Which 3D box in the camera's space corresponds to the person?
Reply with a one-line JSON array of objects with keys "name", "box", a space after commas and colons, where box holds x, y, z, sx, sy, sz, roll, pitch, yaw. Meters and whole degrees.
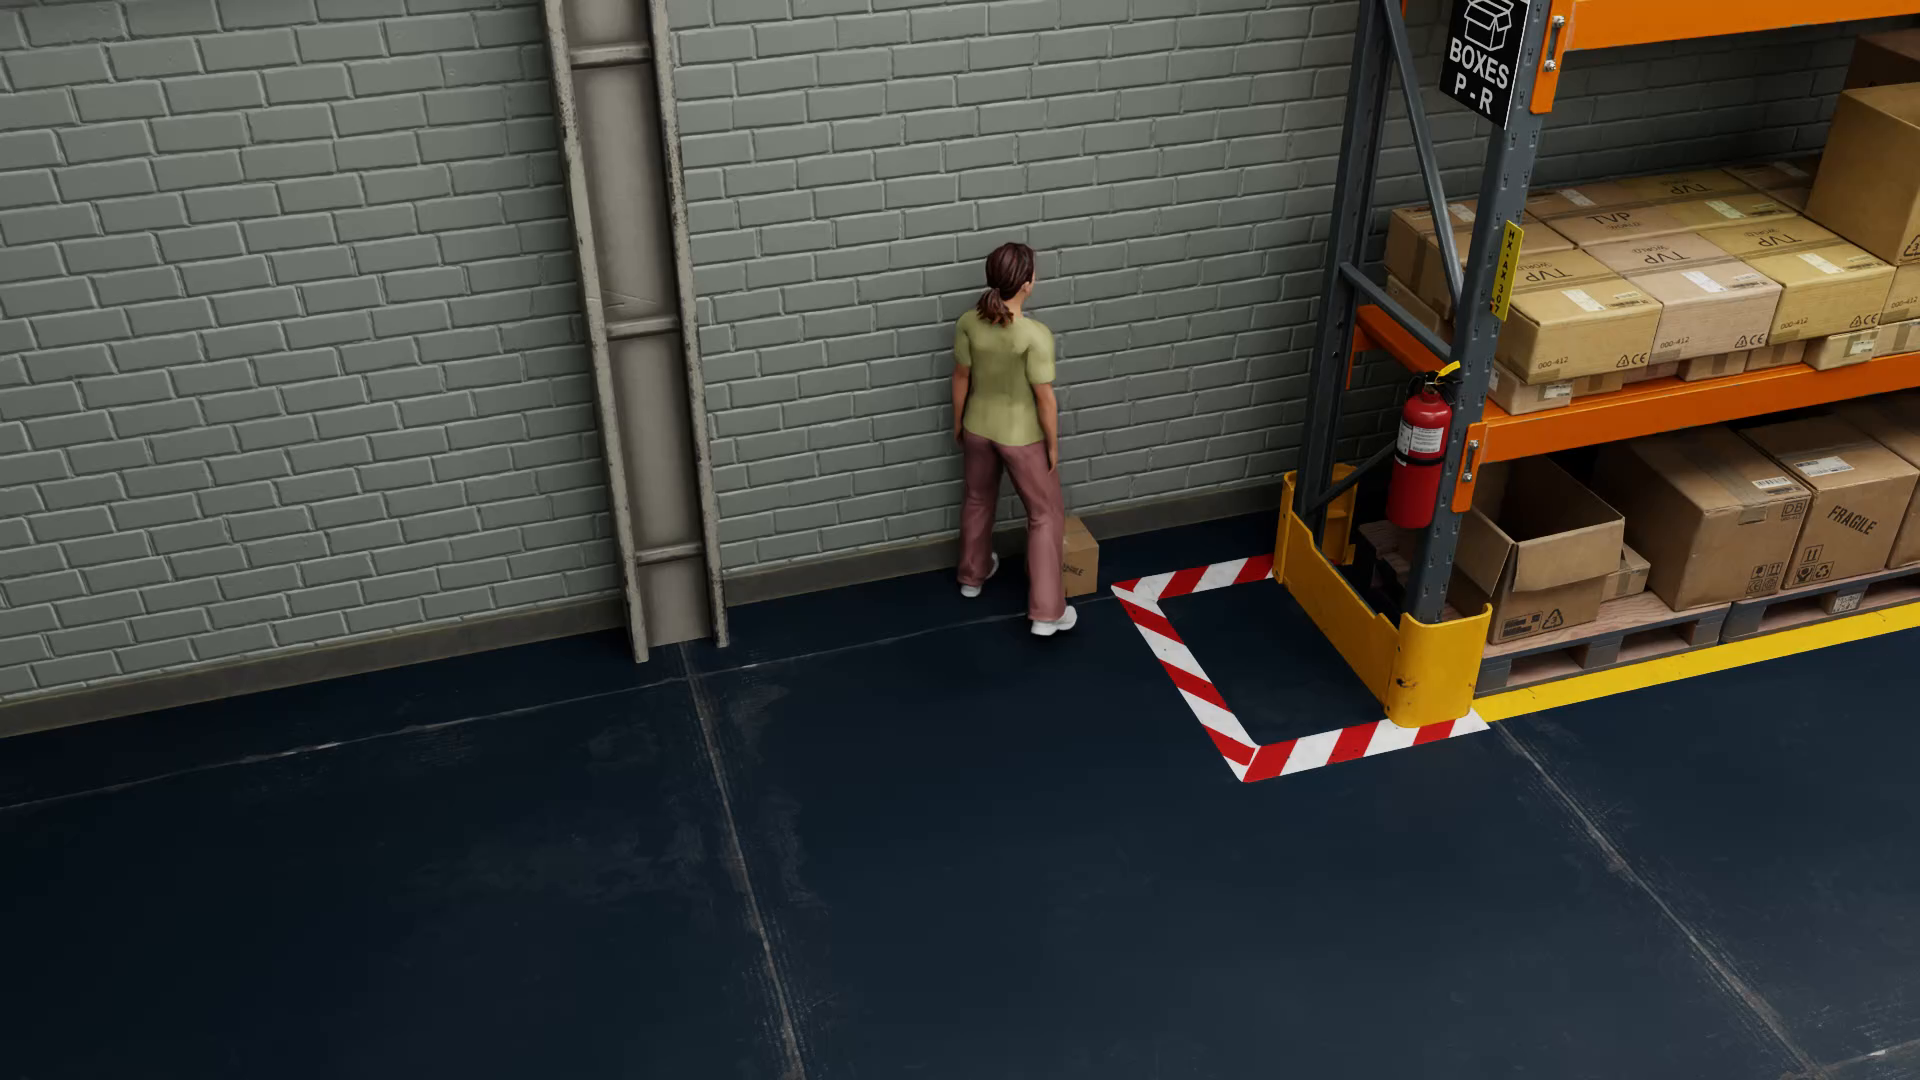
[{"name": "person", "box": [0.242, -0.410, 6.742, 0.578, 1.678, 0.460, 19, 38, 26]}]
